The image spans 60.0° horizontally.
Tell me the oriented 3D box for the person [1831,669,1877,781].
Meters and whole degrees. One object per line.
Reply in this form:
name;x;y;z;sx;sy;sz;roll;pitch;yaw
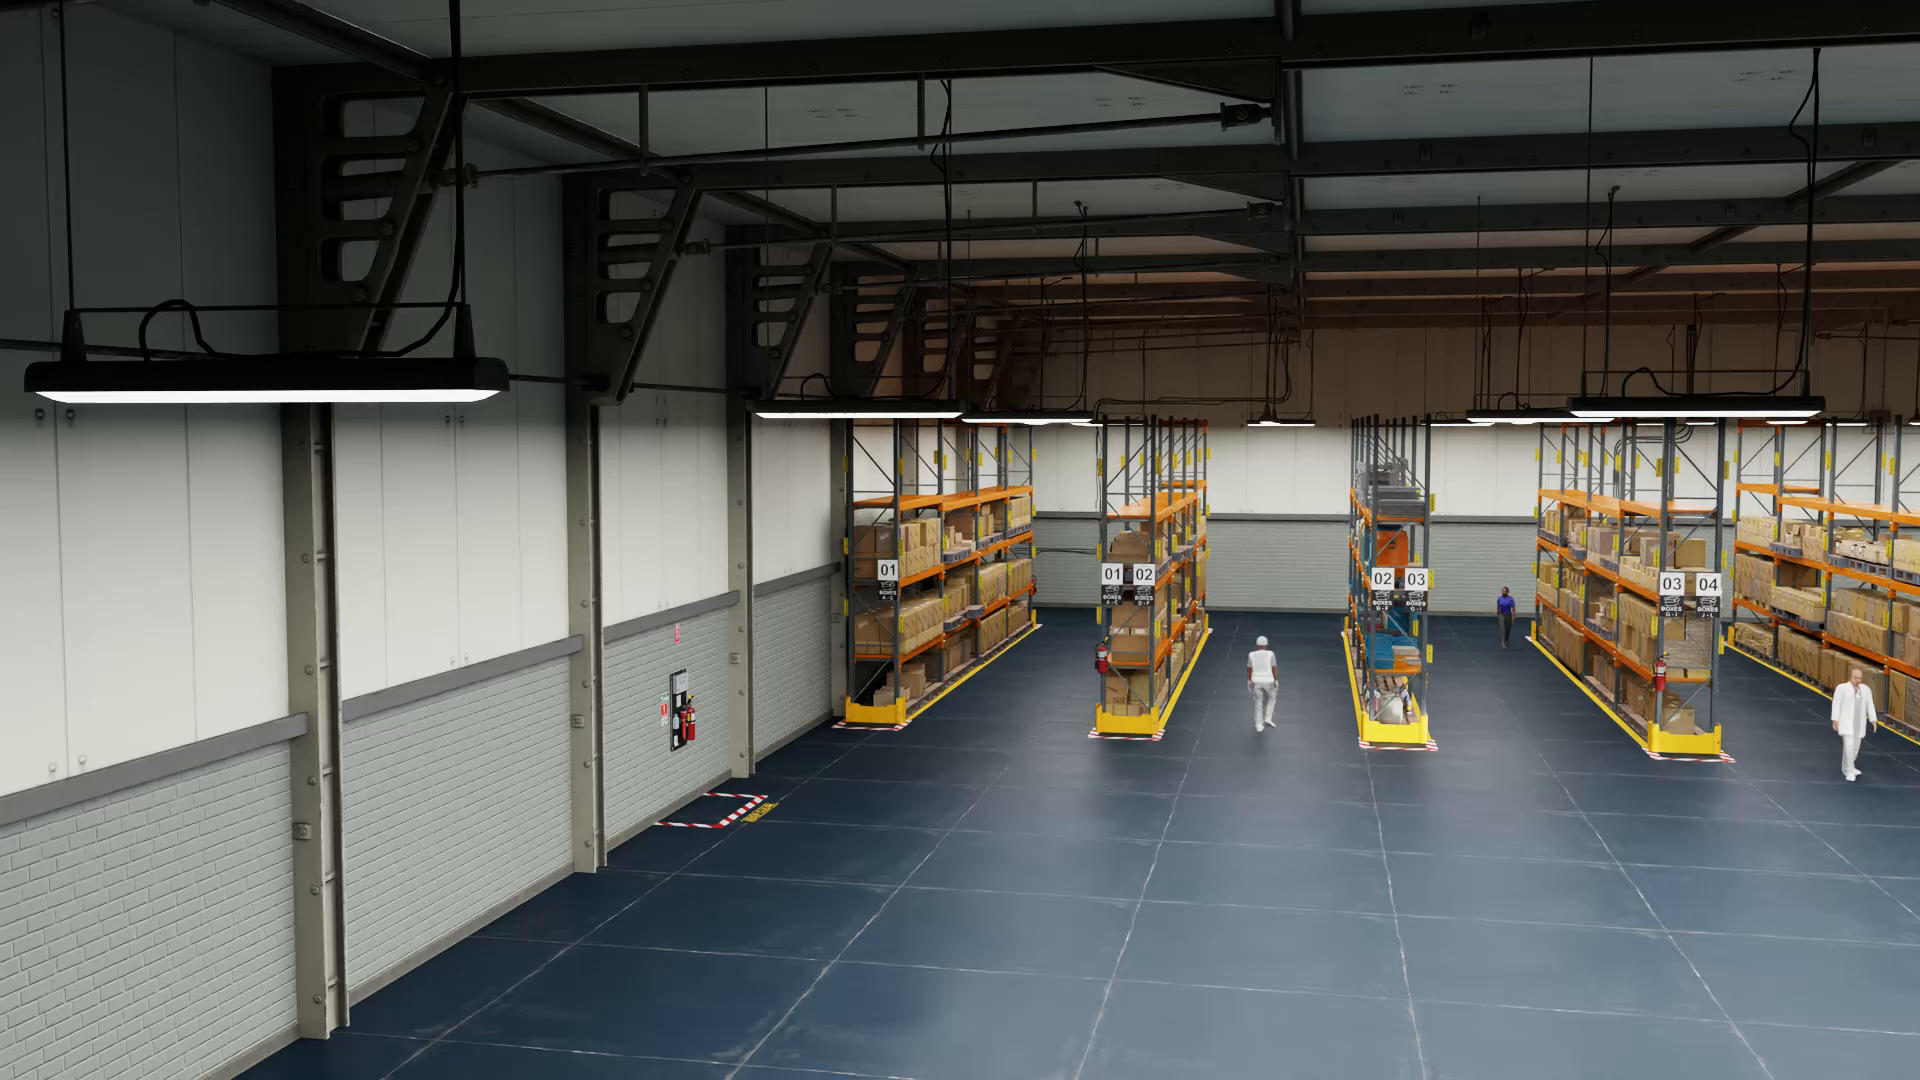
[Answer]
person;14.705;3.026;27.362;0.632;1.823;0.661;0;4;1

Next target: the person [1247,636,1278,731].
person;5.761;2.716;31.625;0.605;1.769;0.467;2;4;23

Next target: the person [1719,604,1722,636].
person;20.400;1.911;45.122;0.547;1.720;0.554;-1;4;-8

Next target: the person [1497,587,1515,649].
person;14.264;2.021;43.432;0.428;1.581;1.033;1;4;10
